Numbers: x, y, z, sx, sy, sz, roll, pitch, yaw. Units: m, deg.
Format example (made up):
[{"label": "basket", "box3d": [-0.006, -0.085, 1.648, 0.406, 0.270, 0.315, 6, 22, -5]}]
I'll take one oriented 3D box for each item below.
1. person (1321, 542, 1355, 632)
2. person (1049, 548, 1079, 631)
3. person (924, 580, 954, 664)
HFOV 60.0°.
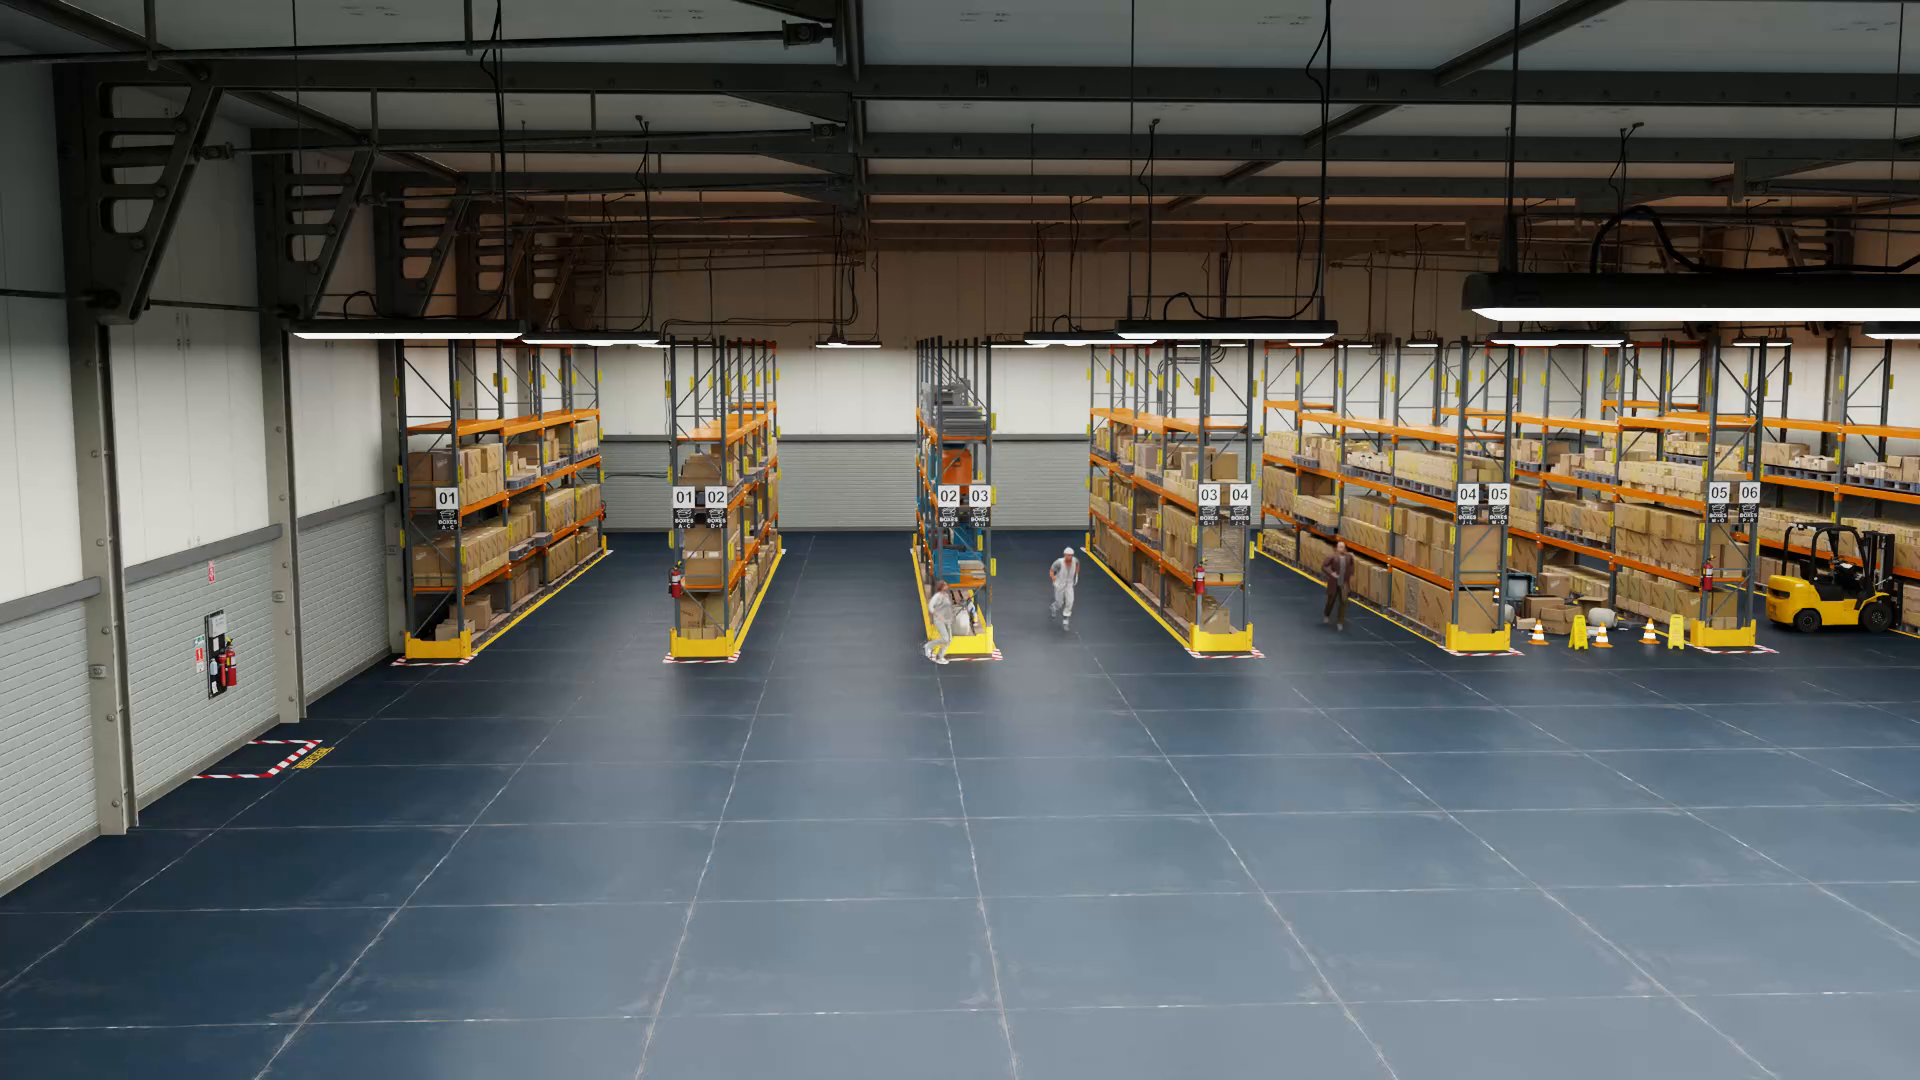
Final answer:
[{"label": "person", "box3d": [7.840, 0.934, 34.399, 0.749, 1.801, 0.969, 0, 6, -1]}, {"label": "person", "box3d": [2.124, 0.978, 34.502, 0.670, 1.729, 1.013, -3, 7, -23]}, {"label": "person", "box3d": [-0.371, 1.497, 30.474, 0.509, 1.542, 0.585, 4, 7, 30]}]
